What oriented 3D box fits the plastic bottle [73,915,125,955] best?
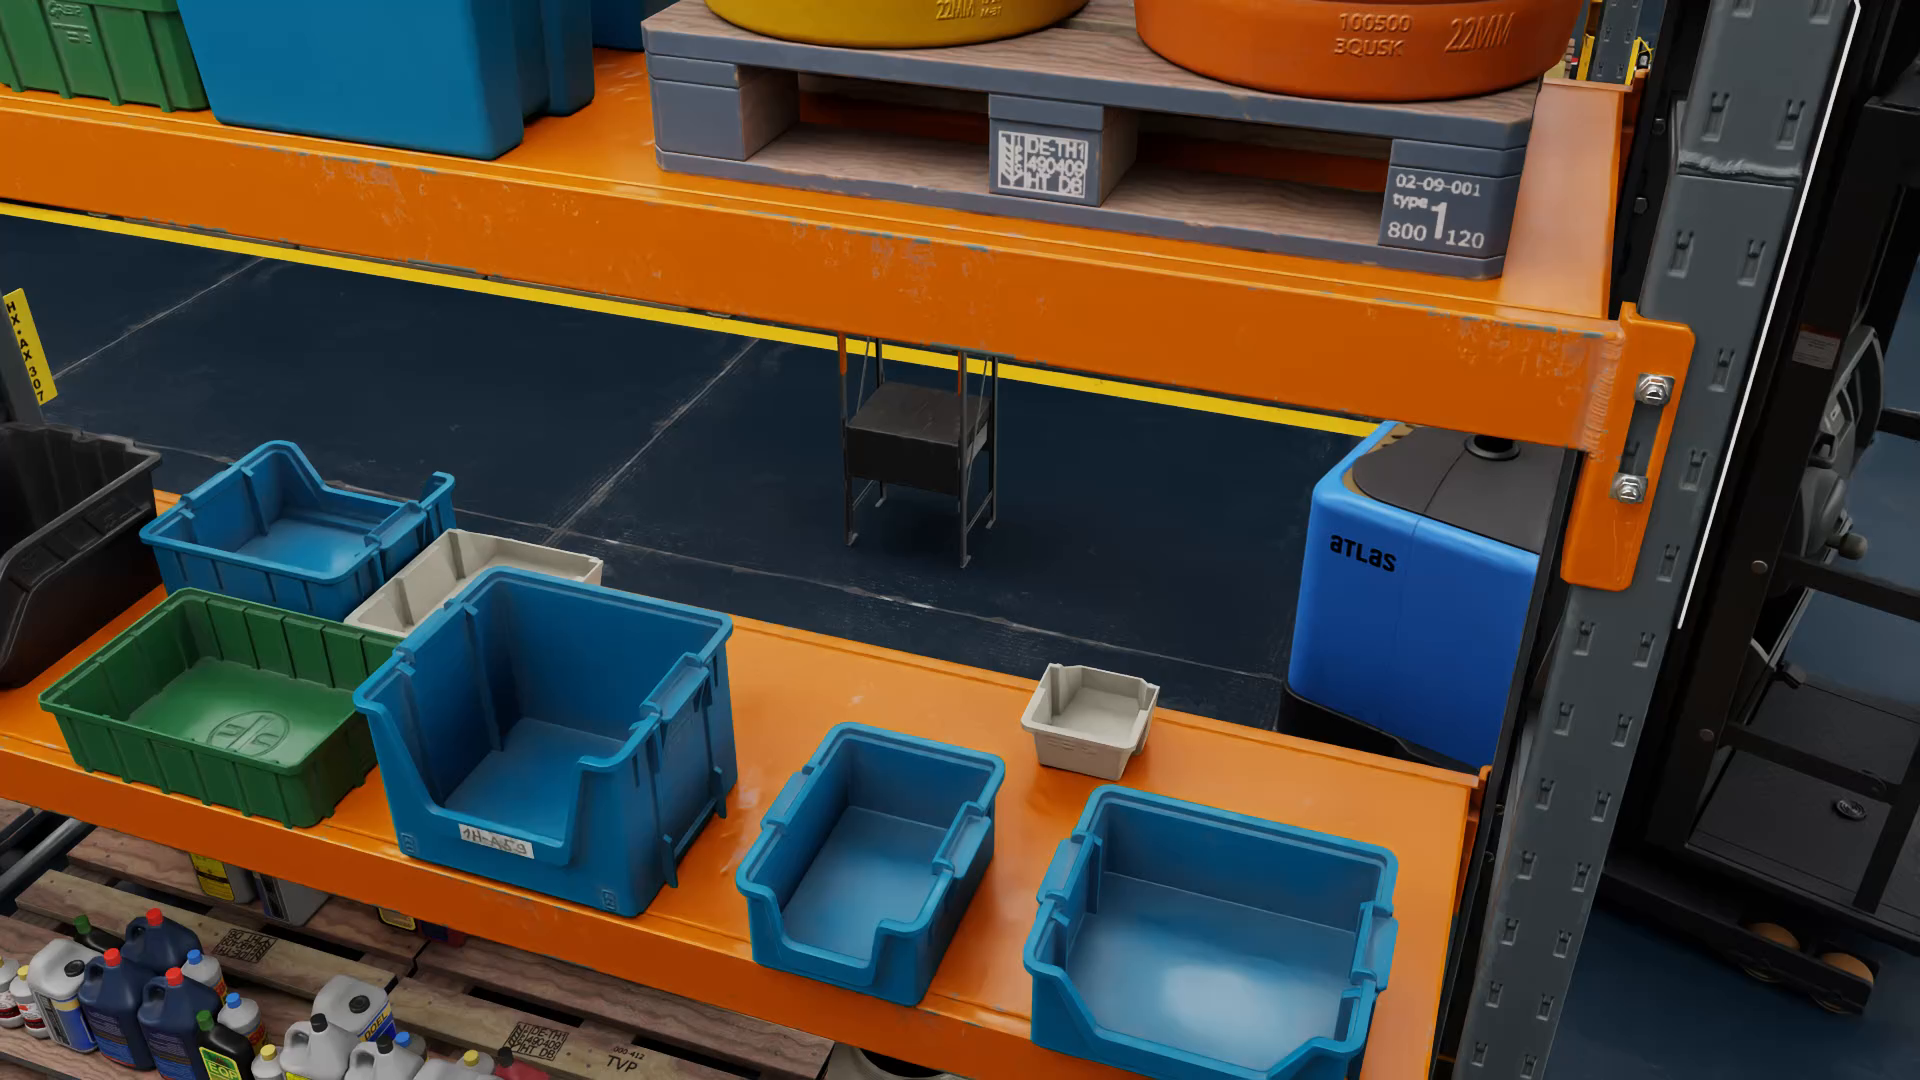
[{"bbox_3d":[-2.241,1.107,4.369,0.133,0.283,0.061,11,34,16],"label":"plastic bottle"}]

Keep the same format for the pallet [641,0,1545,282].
[{"bbox_3d":[0.278,-0.772,2.590,1.213,0.211,1.003,11,34,16],"label":"pallet"}]

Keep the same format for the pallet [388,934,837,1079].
[{"bbox_3d":[-0.971,1.416,4.363,1.213,0.211,1.003,11,34,16],"label":"pallet"}]

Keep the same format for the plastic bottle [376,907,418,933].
[{"bbox_3d":[-1.564,0.956,4.602,0.133,0.283,0.061,11,34,16],"label":"plastic bottle"}]

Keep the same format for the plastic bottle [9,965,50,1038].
[{"bbox_3d":[-2.398,1.188,4.319,0.097,0.201,0.097,0,33,0],"label":"plastic bottle"}]

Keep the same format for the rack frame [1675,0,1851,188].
[{"bbox_3d":[1.024,-1.911,1.413,0.127,3.000,1.000,11,34,16],"label":"rack frame"}]

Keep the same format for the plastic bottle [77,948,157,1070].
[{"bbox_3d":[-2.122,1.165,4.216,0.185,0.351,0.144,12,35,18],"label":"plastic bottle"}]

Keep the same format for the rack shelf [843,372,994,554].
[{"bbox_3d":[-0.156,-0.313,6.614,0.480,0.518,0.431,11,34,16],"label":"rack shelf"}]

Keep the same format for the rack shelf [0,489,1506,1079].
[{"bbox_3d":[-0.859,0.546,3.802,4.000,0.370,1.077,11,34,16],"label":"rack shelf"}]

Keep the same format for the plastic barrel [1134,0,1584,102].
[{"bbox_3d":[0.523,-1.031,2.033,0.708,0.830,0.600,11,34,16],"label":"plastic barrel"}]

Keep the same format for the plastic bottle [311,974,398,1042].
[{"bbox_3d":[-1.518,1.229,4.187,0.135,0.276,0.152,11,34,16],"label":"plastic bottle"}]

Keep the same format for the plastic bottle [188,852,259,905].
[{"bbox_3d":[-2.087,0.850,4.704,0.185,0.351,0.144,11,34,16],"label":"plastic bottle"}]

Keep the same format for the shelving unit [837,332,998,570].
[{"bbox_3d":[-0.156,-0.912,6.227,0.503,2.100,0.431,11,34,16],"label":"shelving unit"}]

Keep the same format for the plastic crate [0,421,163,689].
[{"bbox_3d":[-2.292,0.065,3.942,0.504,0.338,0.767,11,34,16],"label":"plastic crate"}]

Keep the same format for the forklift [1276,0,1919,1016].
[{"bbox_3d":[2.547,-0.229,4.402,3.031,2.935,1.130,22,39,30],"label":"forklift"}]

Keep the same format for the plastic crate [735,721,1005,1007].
[{"bbox_3d":[-0.158,0.612,3.174,0.408,0.251,0.499,11,34,16],"label":"plastic crate"}]

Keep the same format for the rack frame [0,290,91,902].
[{"bbox_3d":[-2.742,-0.122,4.174,0.127,3.000,1.000,11,34,16],"label":"rack frame"}]

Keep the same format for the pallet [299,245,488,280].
[{"bbox_3d":[-2.957,-1.844,9.411,1.213,0.211,1.003,11,34,16],"label":"pallet"}]

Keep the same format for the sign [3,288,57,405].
[{"bbox_3d":[-2.546,-0.517,4.531,0.005,0.325,0.100,11,34,16],"label":"sign"}]

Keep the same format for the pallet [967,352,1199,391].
[{"bbox_3d":[0.726,-1.153,8.341,1.213,0.211,1.003,11,34,16],"label":"pallet"}]

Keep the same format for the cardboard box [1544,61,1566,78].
[{"bbox_3d":[2.507,-1.988,7.295,0.250,0.149,0.380,11,34,16],"label":"cardboard box"}]

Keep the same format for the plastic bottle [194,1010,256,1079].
[{"bbox_3d":[-1.803,1.280,4.101,0.133,0.283,0.061,13,35,19],"label":"plastic bottle"}]

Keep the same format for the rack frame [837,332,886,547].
[{"bbox_3d":[-0.386,-0.957,6.297,0.015,2.100,0.400,11,34,16],"label":"rack frame"}]

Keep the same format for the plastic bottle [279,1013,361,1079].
[{"bbox_3d":[-1.544,1.278,4.042,0.185,0.351,0.144,11,34,16],"label":"plastic bottle"}]

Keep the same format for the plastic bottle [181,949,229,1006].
[{"bbox_3d":[-1.945,1.164,4.292,0.097,0.271,0.097,0,33,0],"label":"plastic bottle"}]

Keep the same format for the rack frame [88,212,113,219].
[{"bbox_3d":[-4.836,-3.383,9.225,0.127,3.000,1.000,11,34,16],"label":"rack frame"}]

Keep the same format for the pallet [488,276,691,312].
[{"bbox_3d":[-1.804,-1.622,9.067,1.213,0.211,1.003,11,34,16],"label":"pallet"}]

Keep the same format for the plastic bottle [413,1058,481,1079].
[{"bbox_3d":[-1.212,1.371,3.966,0.135,0.276,0.152,10,34,15],"label":"plastic bottle"}]

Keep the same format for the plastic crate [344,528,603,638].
[{"bbox_3d":[-1.128,0.156,3.986,0.437,0.136,0.530,11,34,16],"label":"plastic crate"}]

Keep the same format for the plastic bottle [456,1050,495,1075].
[{"bbox_3d":[-1.187,1.336,4.090,0.097,0.201,0.097,0,33,0],"label":"plastic bottle"}]

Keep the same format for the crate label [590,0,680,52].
[{"bbox_3d":[-0.627,-1.099,3.059,0.408,0.251,0.502,11,34,16],"label":"crate label"}]

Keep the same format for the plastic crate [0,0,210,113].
[{"bbox_3d":[-1.348,-0.866,2.755,0.450,0.188,0.336,11,34,16],"label":"plastic crate"}]

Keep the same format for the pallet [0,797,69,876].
[{"bbox_3d":[-3.494,0.925,5.122,1.213,0.211,1.003,11,34,16],"label":"pallet"}]

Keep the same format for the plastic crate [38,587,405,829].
[{"bbox_3d":[-1.559,0.359,3.623,0.662,0.188,0.450,11,34,16],"label":"plastic crate"}]

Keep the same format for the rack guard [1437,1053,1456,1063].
[{"bbox_3d":[0.936,1.670,3.703,0.348,0.500,1.175,11,34,16],"label":"rack guard"}]

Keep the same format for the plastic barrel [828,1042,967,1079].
[{"bbox_3d":[-0.094,1.305,3.869,0.421,0.512,0.421,0,33,0],"label":"plastic barrel"}]
